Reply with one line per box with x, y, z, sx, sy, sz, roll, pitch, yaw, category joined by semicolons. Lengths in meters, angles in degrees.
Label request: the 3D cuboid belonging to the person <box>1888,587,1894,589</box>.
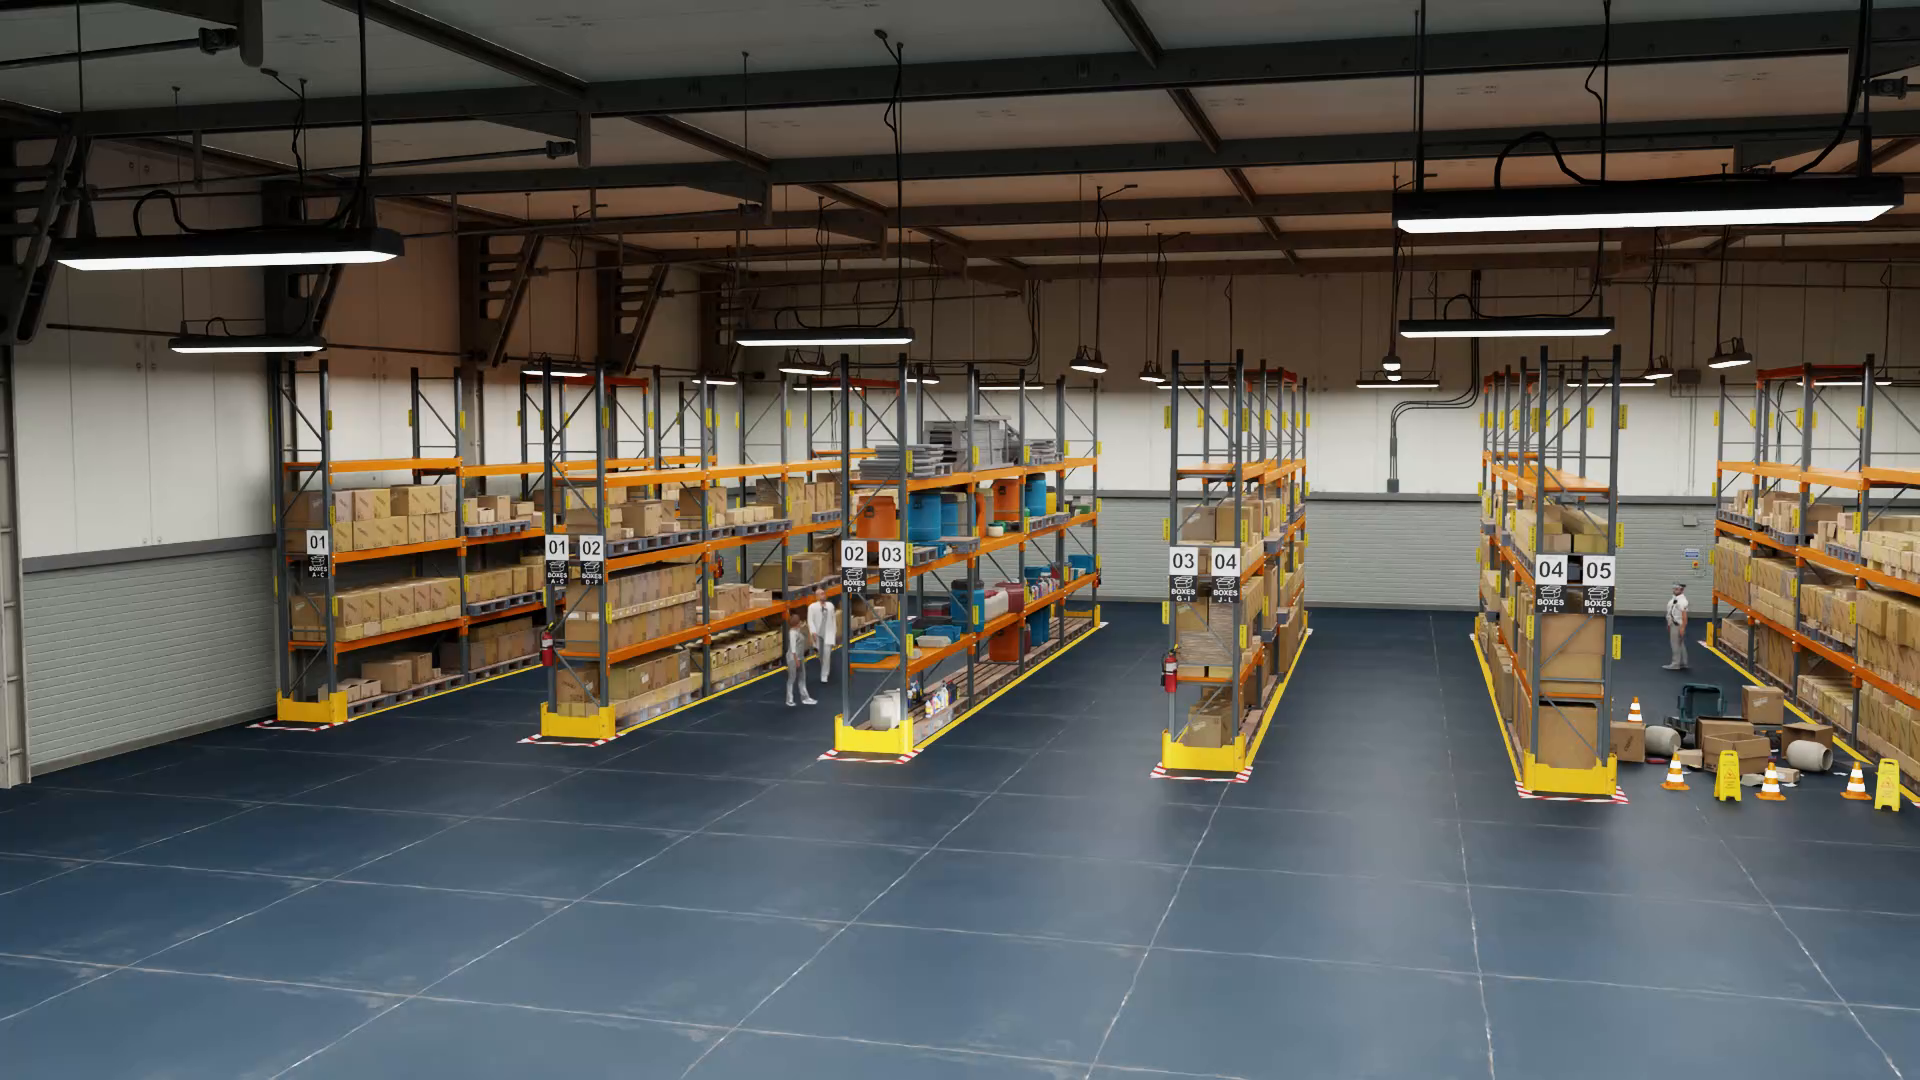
19.214;1.636;34.393;0.556;1.772;0.650;2;5;27;person

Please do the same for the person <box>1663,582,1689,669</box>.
14.466;1.715;33.535;0.467;1.772;0.563;2;5;27;person

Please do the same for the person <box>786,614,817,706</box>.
-2.799;2.085;28.949;0.510;1.593;0.468;2;4;21;person

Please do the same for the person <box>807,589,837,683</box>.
-2.627;1.797;31.589;0.540;1.717;1.099;1;4;11;person
